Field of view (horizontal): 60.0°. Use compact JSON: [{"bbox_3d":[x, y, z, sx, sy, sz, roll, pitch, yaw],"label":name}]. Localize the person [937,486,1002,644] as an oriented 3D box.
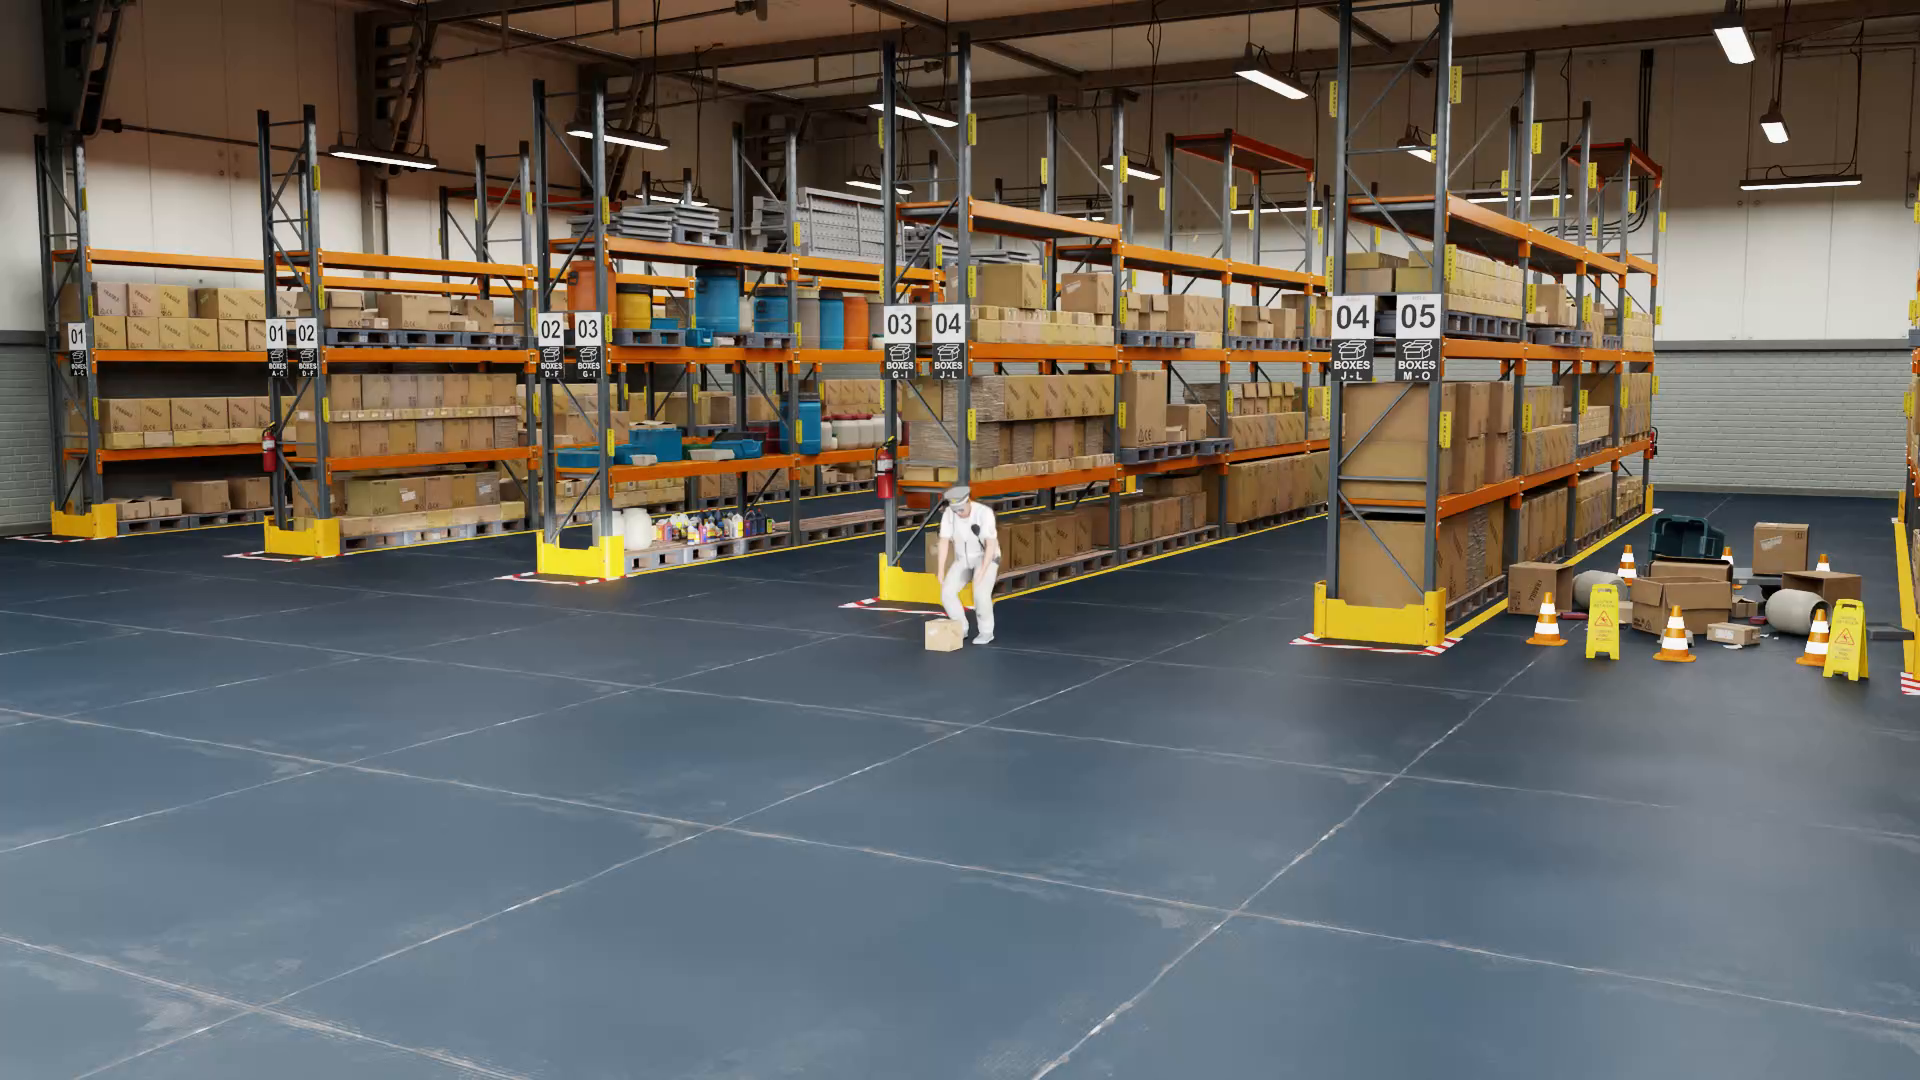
[{"bbox_3d":[0.103,0.223,15.366,0.589,1.468,0.772,3,7,29],"label":"person"}]
